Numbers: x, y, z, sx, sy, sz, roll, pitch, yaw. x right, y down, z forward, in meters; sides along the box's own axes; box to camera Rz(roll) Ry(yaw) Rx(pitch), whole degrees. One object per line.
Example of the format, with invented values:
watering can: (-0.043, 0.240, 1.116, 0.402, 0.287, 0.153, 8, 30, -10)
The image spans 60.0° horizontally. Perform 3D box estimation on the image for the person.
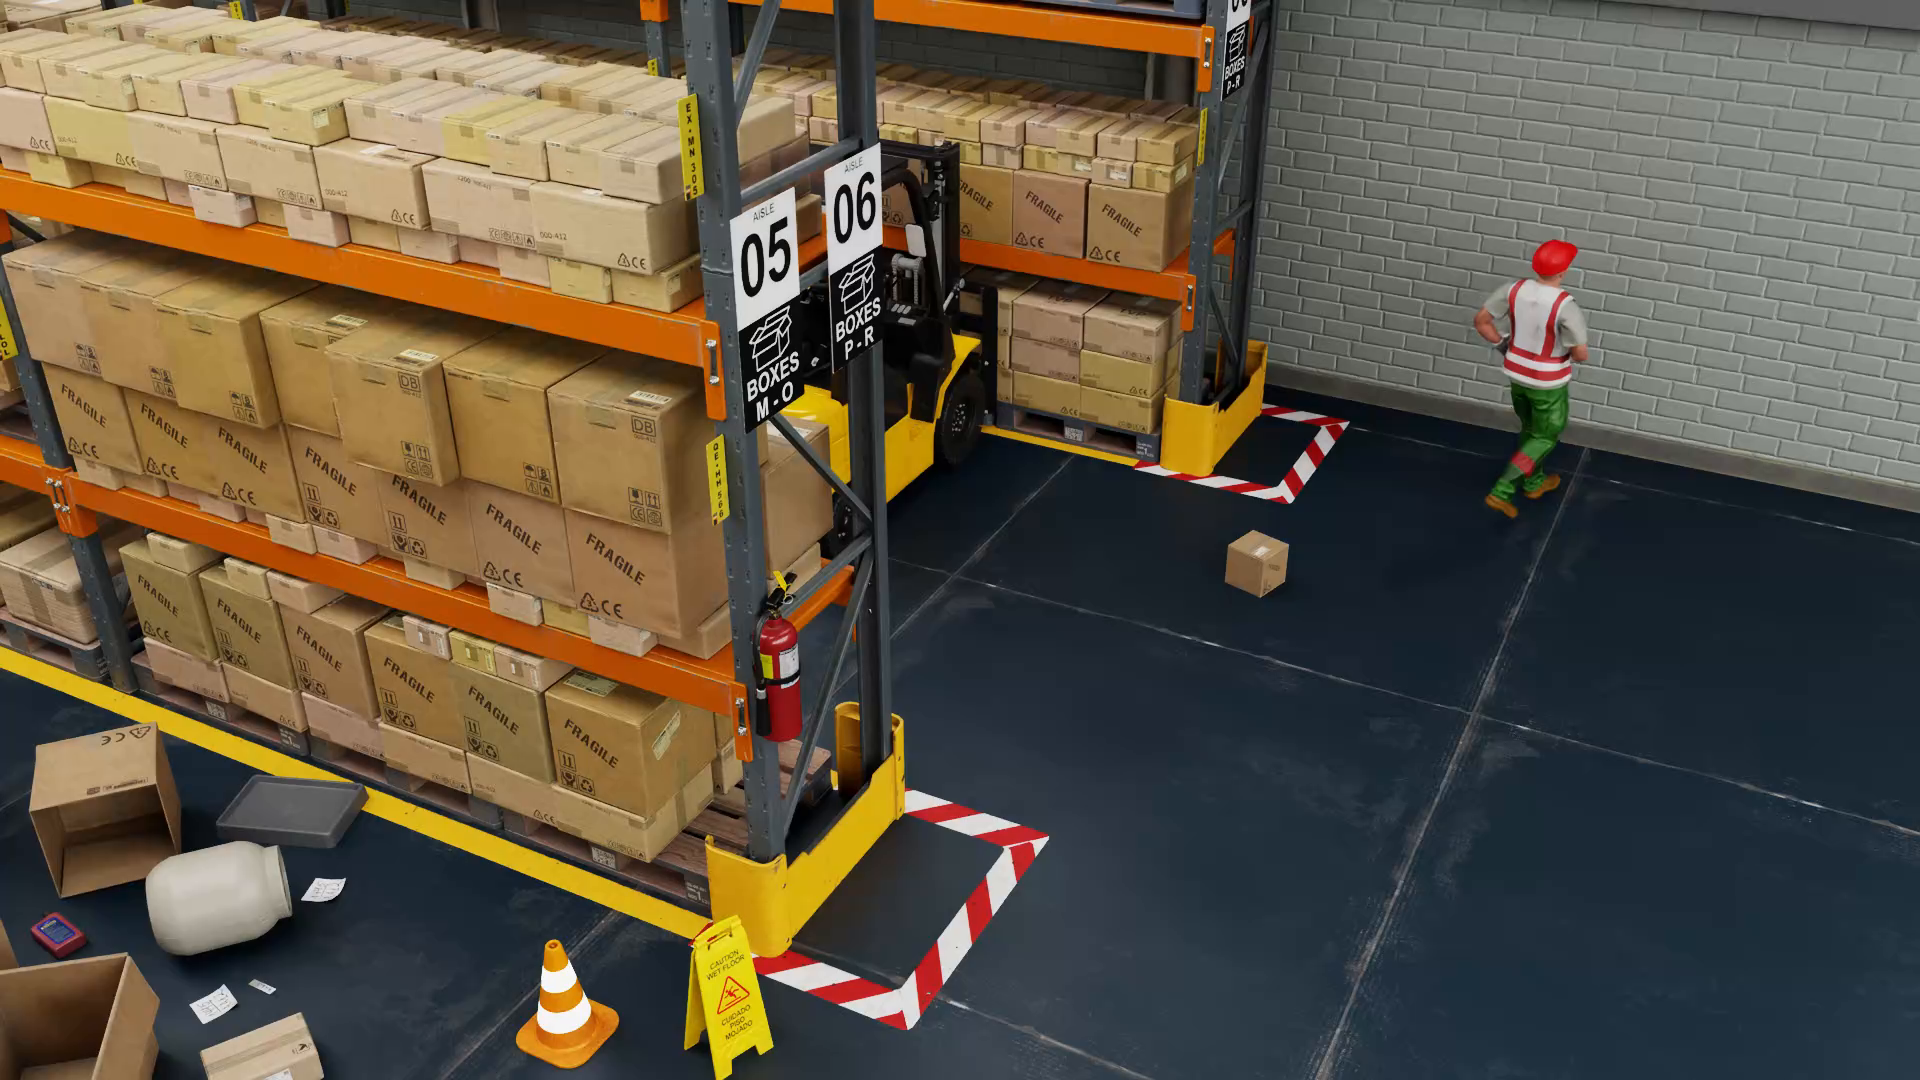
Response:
person: (3.487, -0.982, 9.977, 0.839, 1.768, 0.669, -19, 35, -29)
